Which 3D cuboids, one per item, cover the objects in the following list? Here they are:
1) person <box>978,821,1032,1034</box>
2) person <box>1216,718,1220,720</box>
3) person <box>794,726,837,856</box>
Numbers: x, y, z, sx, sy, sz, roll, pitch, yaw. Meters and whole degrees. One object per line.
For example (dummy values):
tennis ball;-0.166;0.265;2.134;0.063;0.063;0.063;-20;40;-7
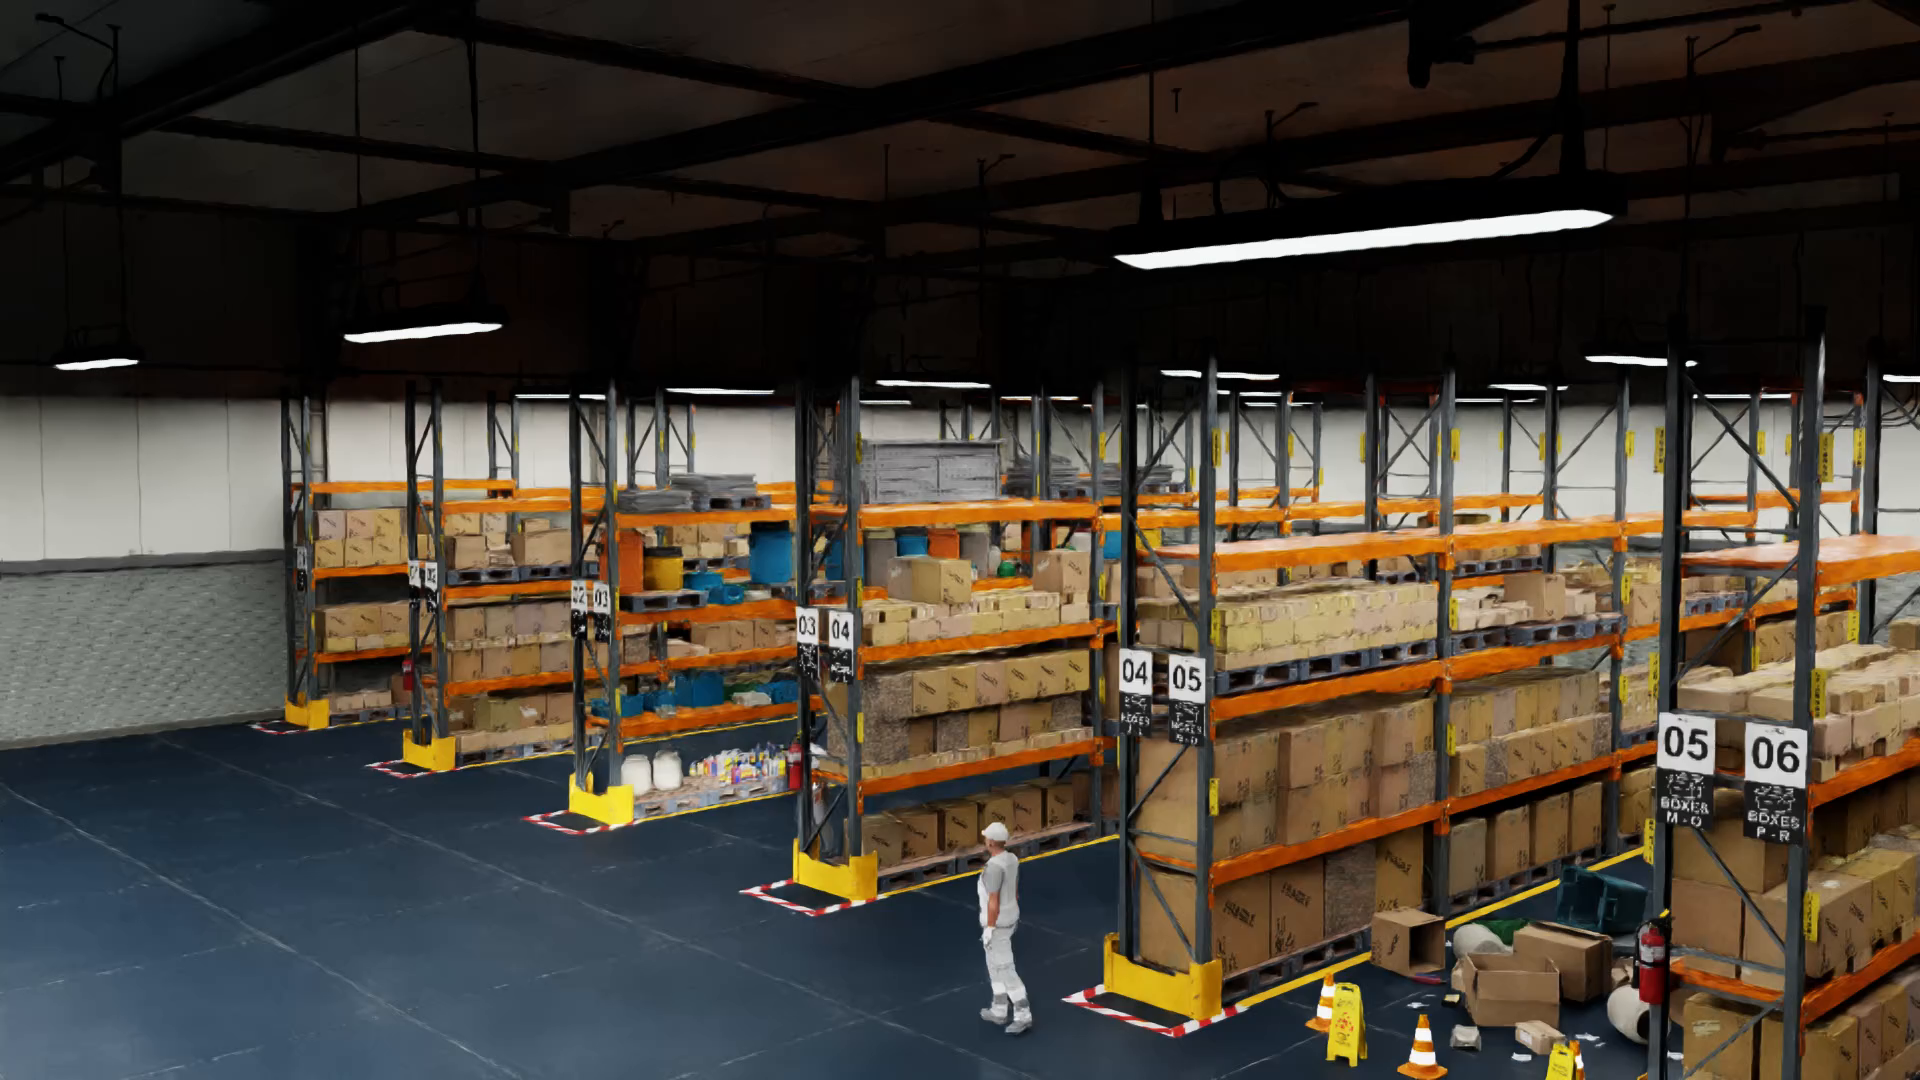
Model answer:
person;0.398;3.355;14.519;0.544;1.783;0.645;1;4;19
person;3.036;2.997;20.085;0.456;1.763;0.609;1;4;18
person;-1.795;3.056;20.403;0.593;1.624;0.522;4;5;45
